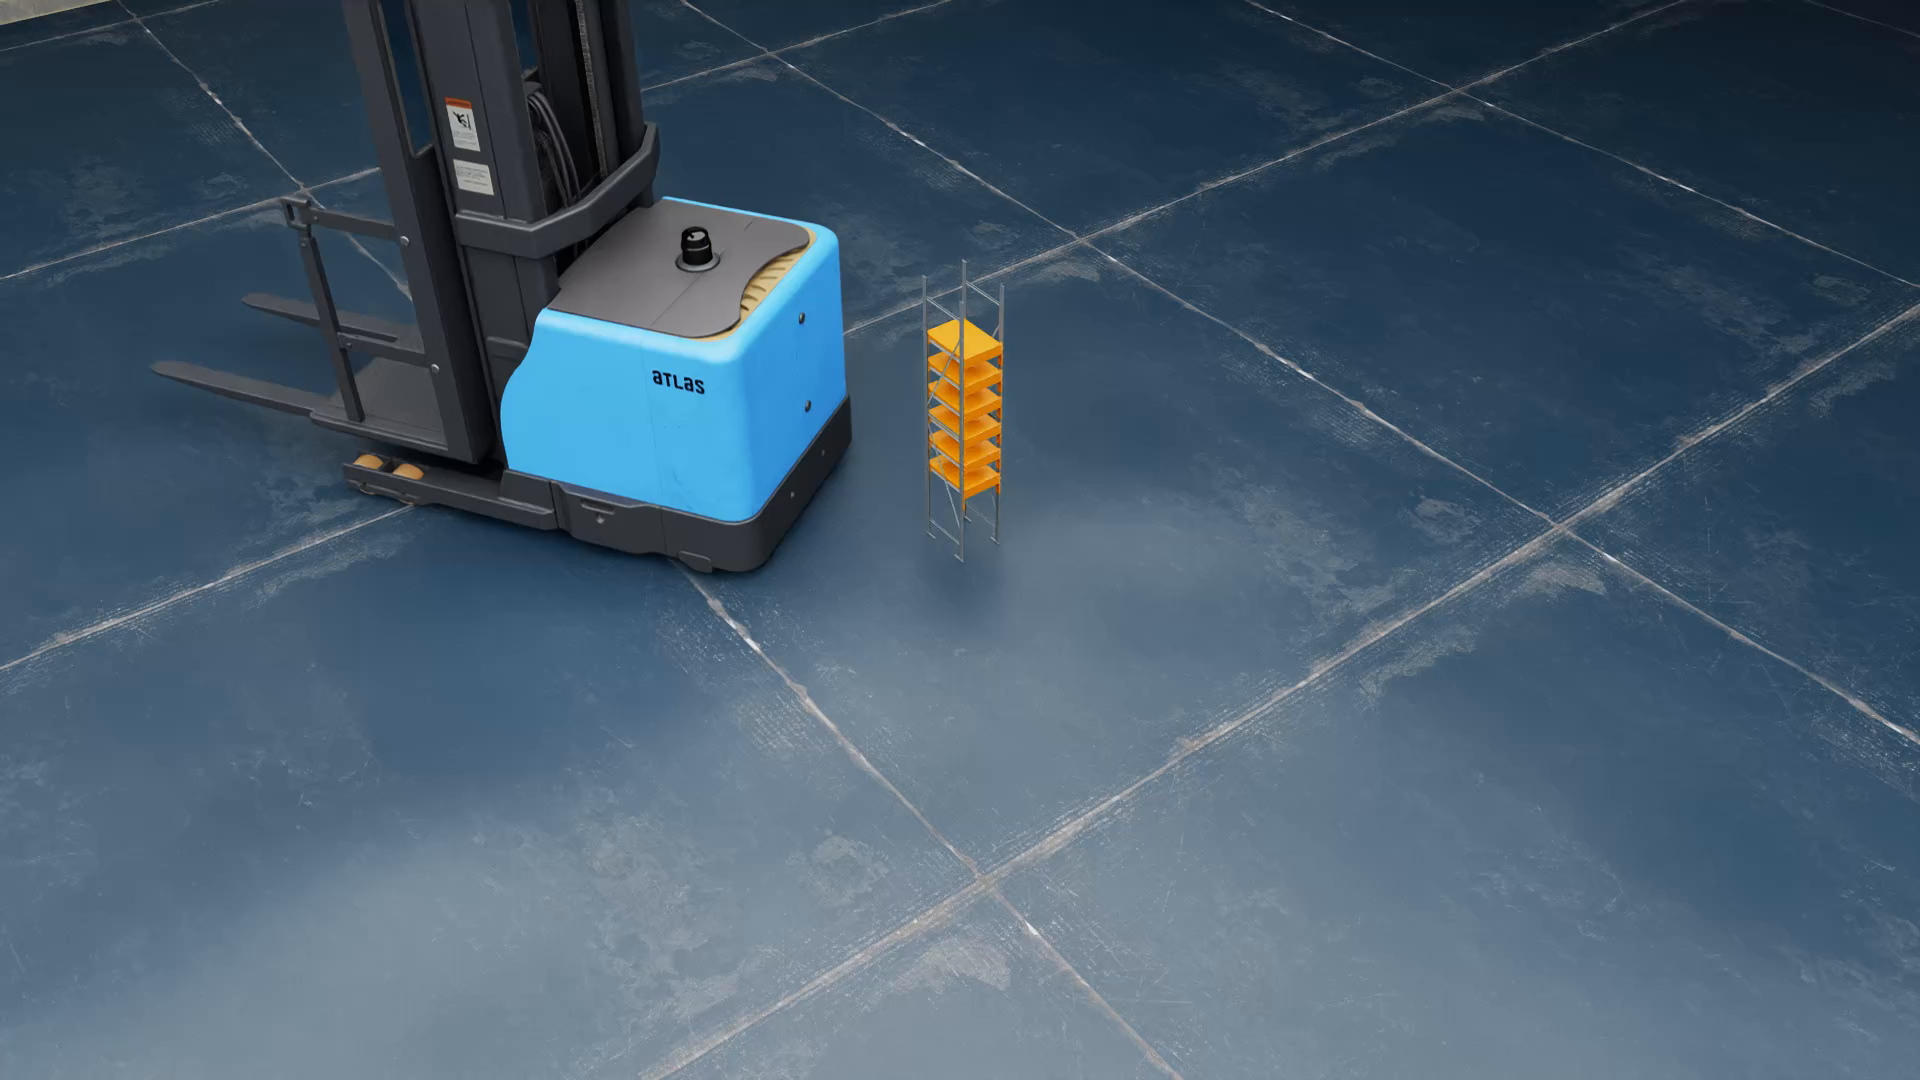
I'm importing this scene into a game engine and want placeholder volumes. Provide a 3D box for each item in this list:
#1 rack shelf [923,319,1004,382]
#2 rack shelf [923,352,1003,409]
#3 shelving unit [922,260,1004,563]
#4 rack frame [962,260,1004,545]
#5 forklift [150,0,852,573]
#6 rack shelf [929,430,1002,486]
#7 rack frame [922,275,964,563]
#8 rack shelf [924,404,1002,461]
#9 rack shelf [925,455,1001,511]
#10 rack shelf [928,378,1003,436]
[{"bbox_3d":[0.011,-0.713,6.176,0.180,0.103,0.258,-26,46,-28],"label":"rack shelf"},{"bbox_3d":[0.011,-0.621,6.252,0.180,0.103,0.258,-26,46,-28],"label":"rack shelf"},{"bbox_3d":[0.011,-0.469,6.376,0.189,1.200,0.258,-26,46,-28],"label":"shelving unit"},{"bbox_3d":[0.084,-0.505,6.419,0.006,1.200,0.240,-26,46,-28],"label":"rack frame"},{"bbox_3d":[-2.037,-1.580,6.366,3.031,2.935,1.130,13,41,16],"label":"forklift"},{"bbox_3d":[0.011,-0.342,6.481,0.180,0.103,0.258,-26,46,-28],"label":"rack shelf"},{"bbox_3d":[-0.061,-0.434,6.333,0.006,1.200,0.240,-26,46,-28],"label":"rack frame"},{"bbox_3d":[0.011,-0.435,6.404,0.180,0.103,0.258,-26,46,-28],"label":"rack shelf"},{"bbox_3d":[0.011,-0.250,6.557,0.180,0.103,0.258,-26,46,-28],"label":"rack shelf"},{"bbox_3d":[0.011,-0.528,6.328,0.180,0.103,0.258,-26,46,-28],"label":"rack shelf"}]
